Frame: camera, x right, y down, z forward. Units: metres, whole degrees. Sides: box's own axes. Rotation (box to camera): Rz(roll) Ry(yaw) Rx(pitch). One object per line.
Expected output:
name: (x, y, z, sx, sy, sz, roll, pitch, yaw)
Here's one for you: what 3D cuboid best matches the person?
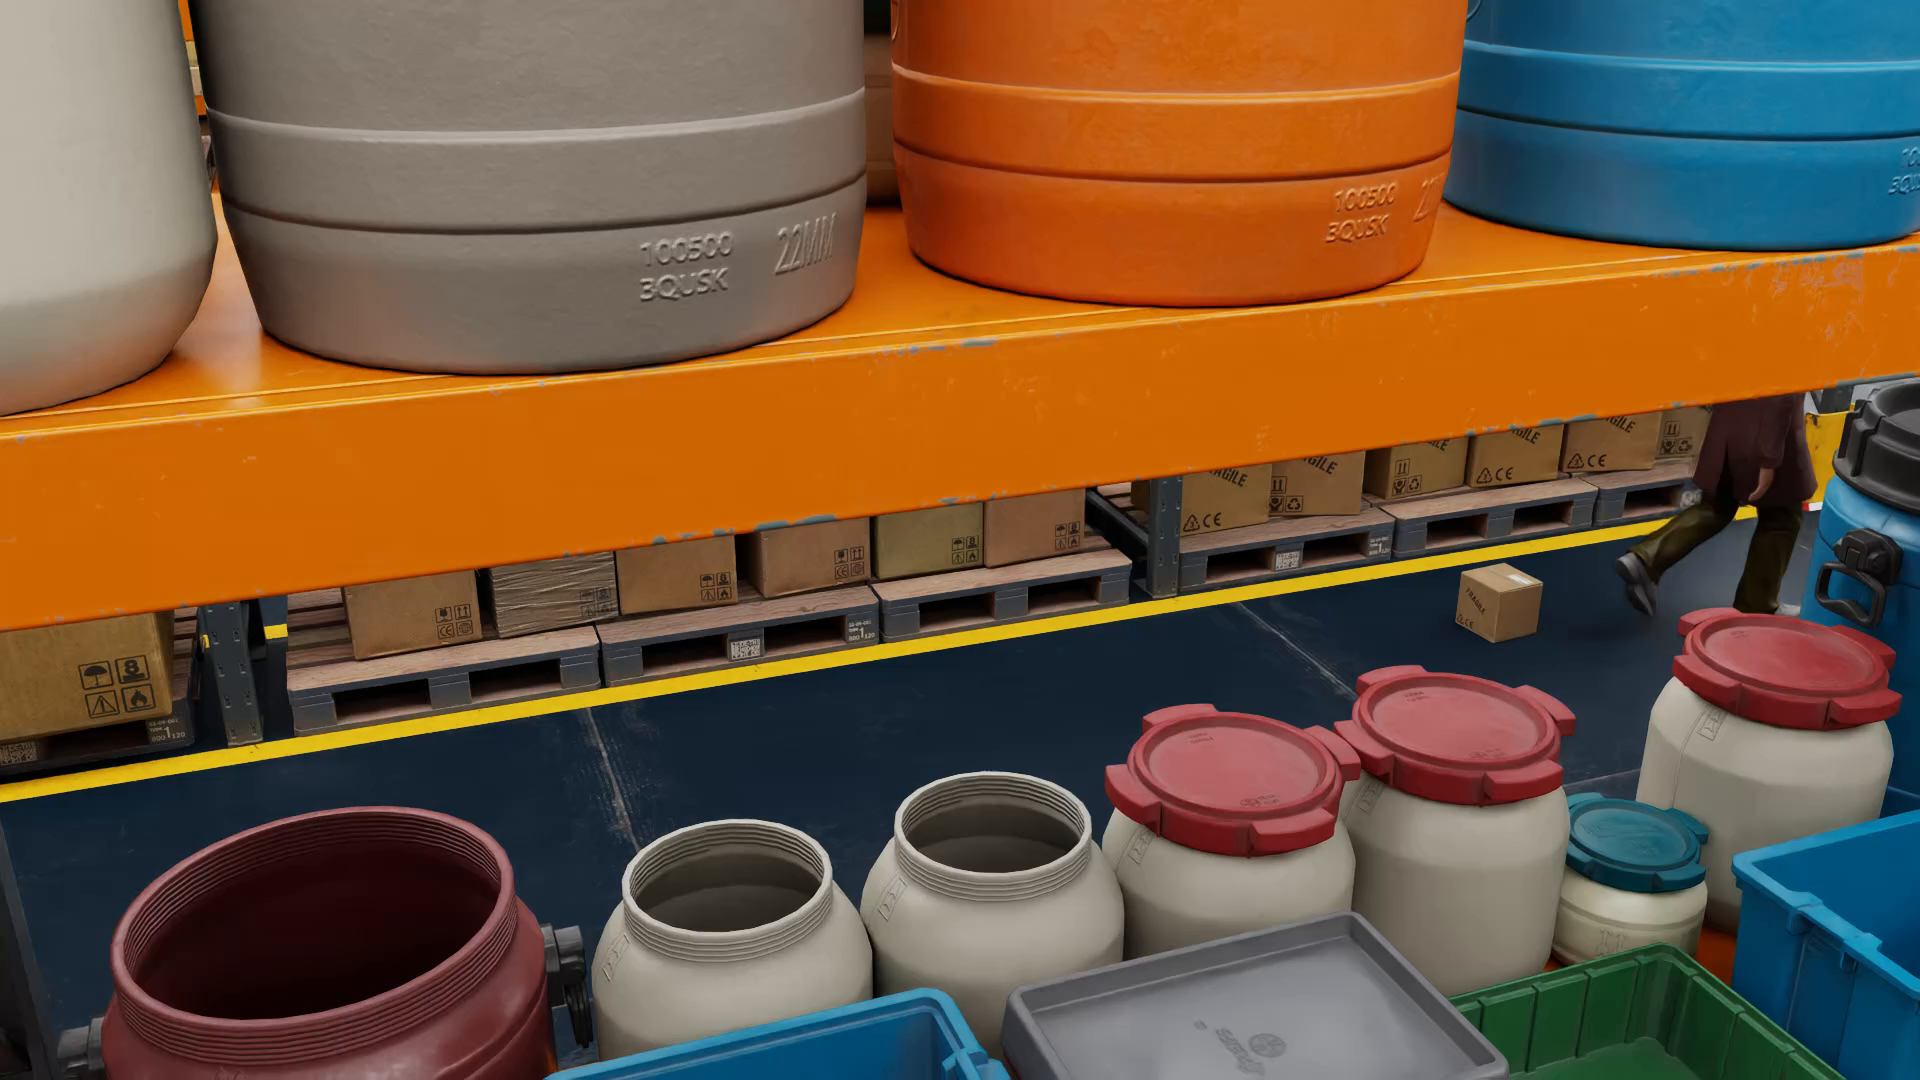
person: (3.346, -0.419, 7.116, 0.888, 1.748, 0.562, -7, 23, -17)
